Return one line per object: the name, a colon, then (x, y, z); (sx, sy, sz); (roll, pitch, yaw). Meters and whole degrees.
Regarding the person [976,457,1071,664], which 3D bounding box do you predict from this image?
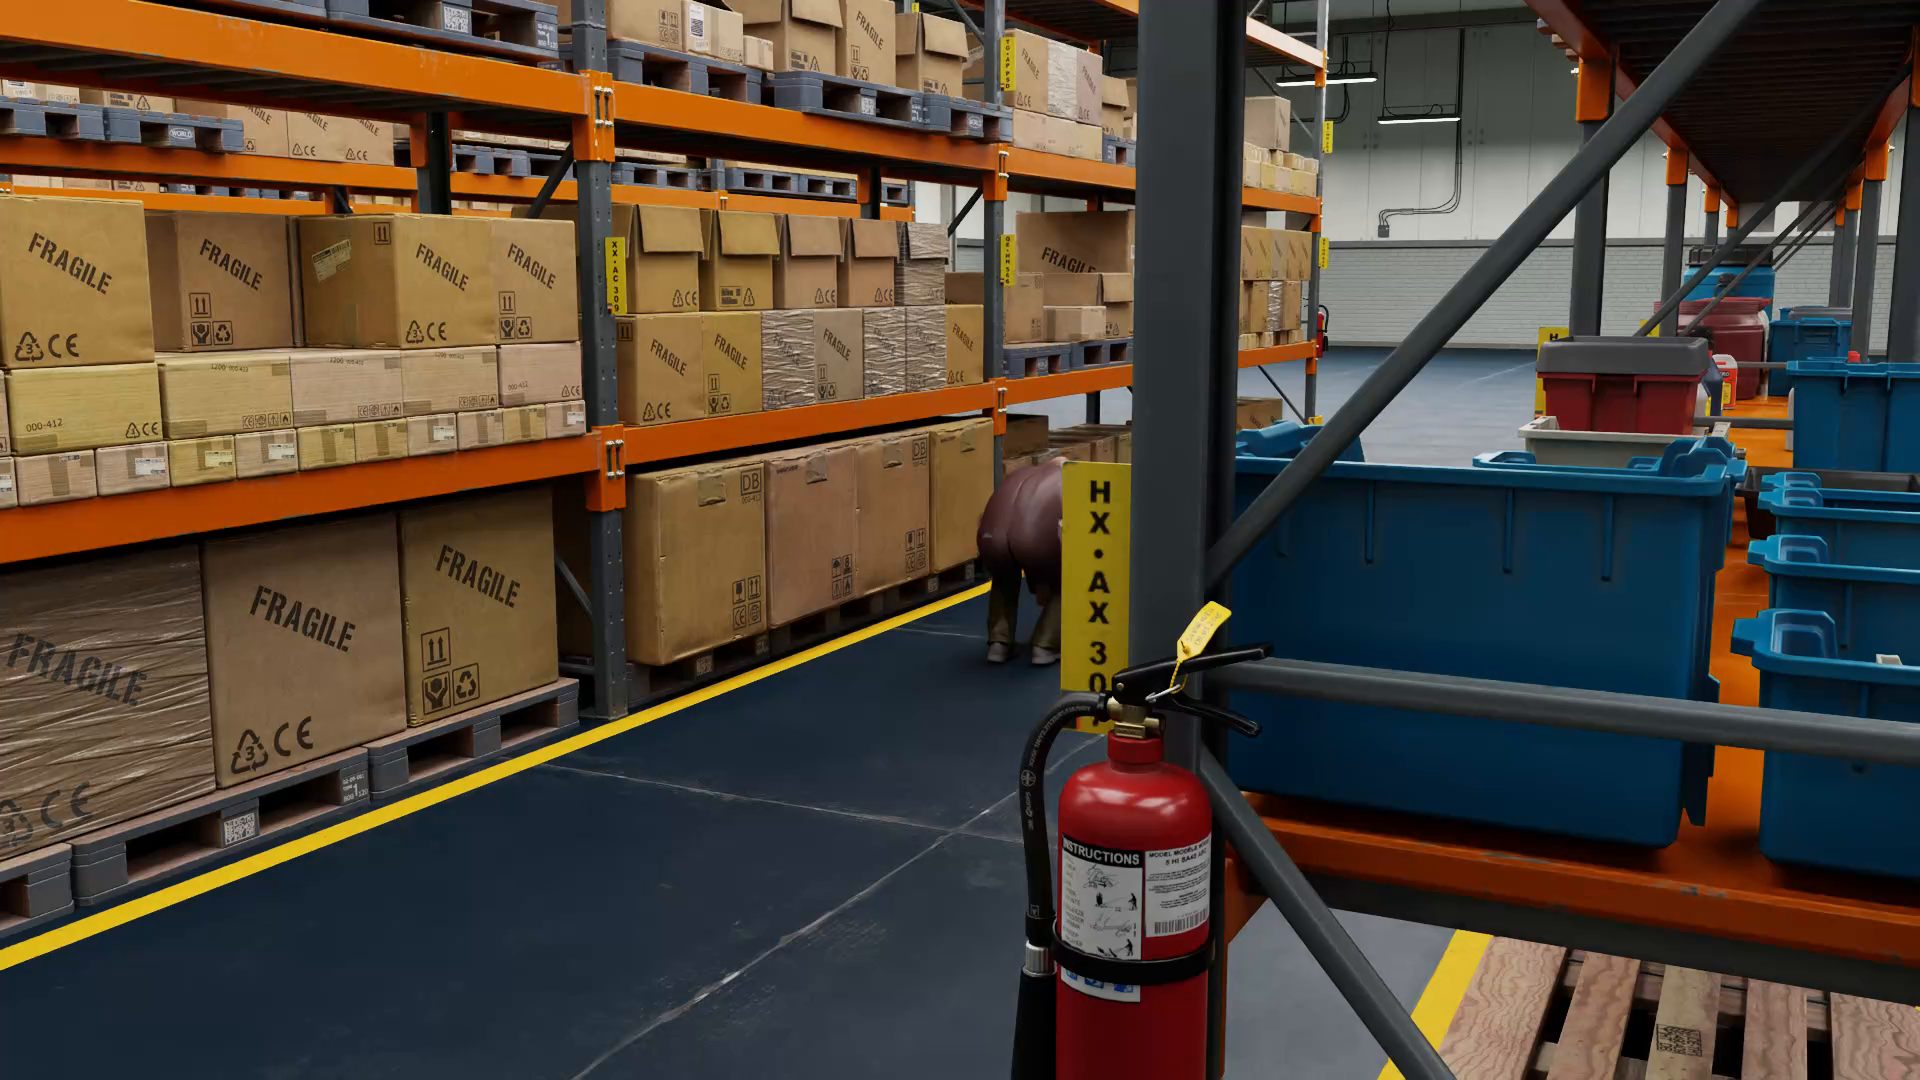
person: (0.416, 0.103, 8.724); (0.591, 1.013, 0.936); (4, 10, 24)
